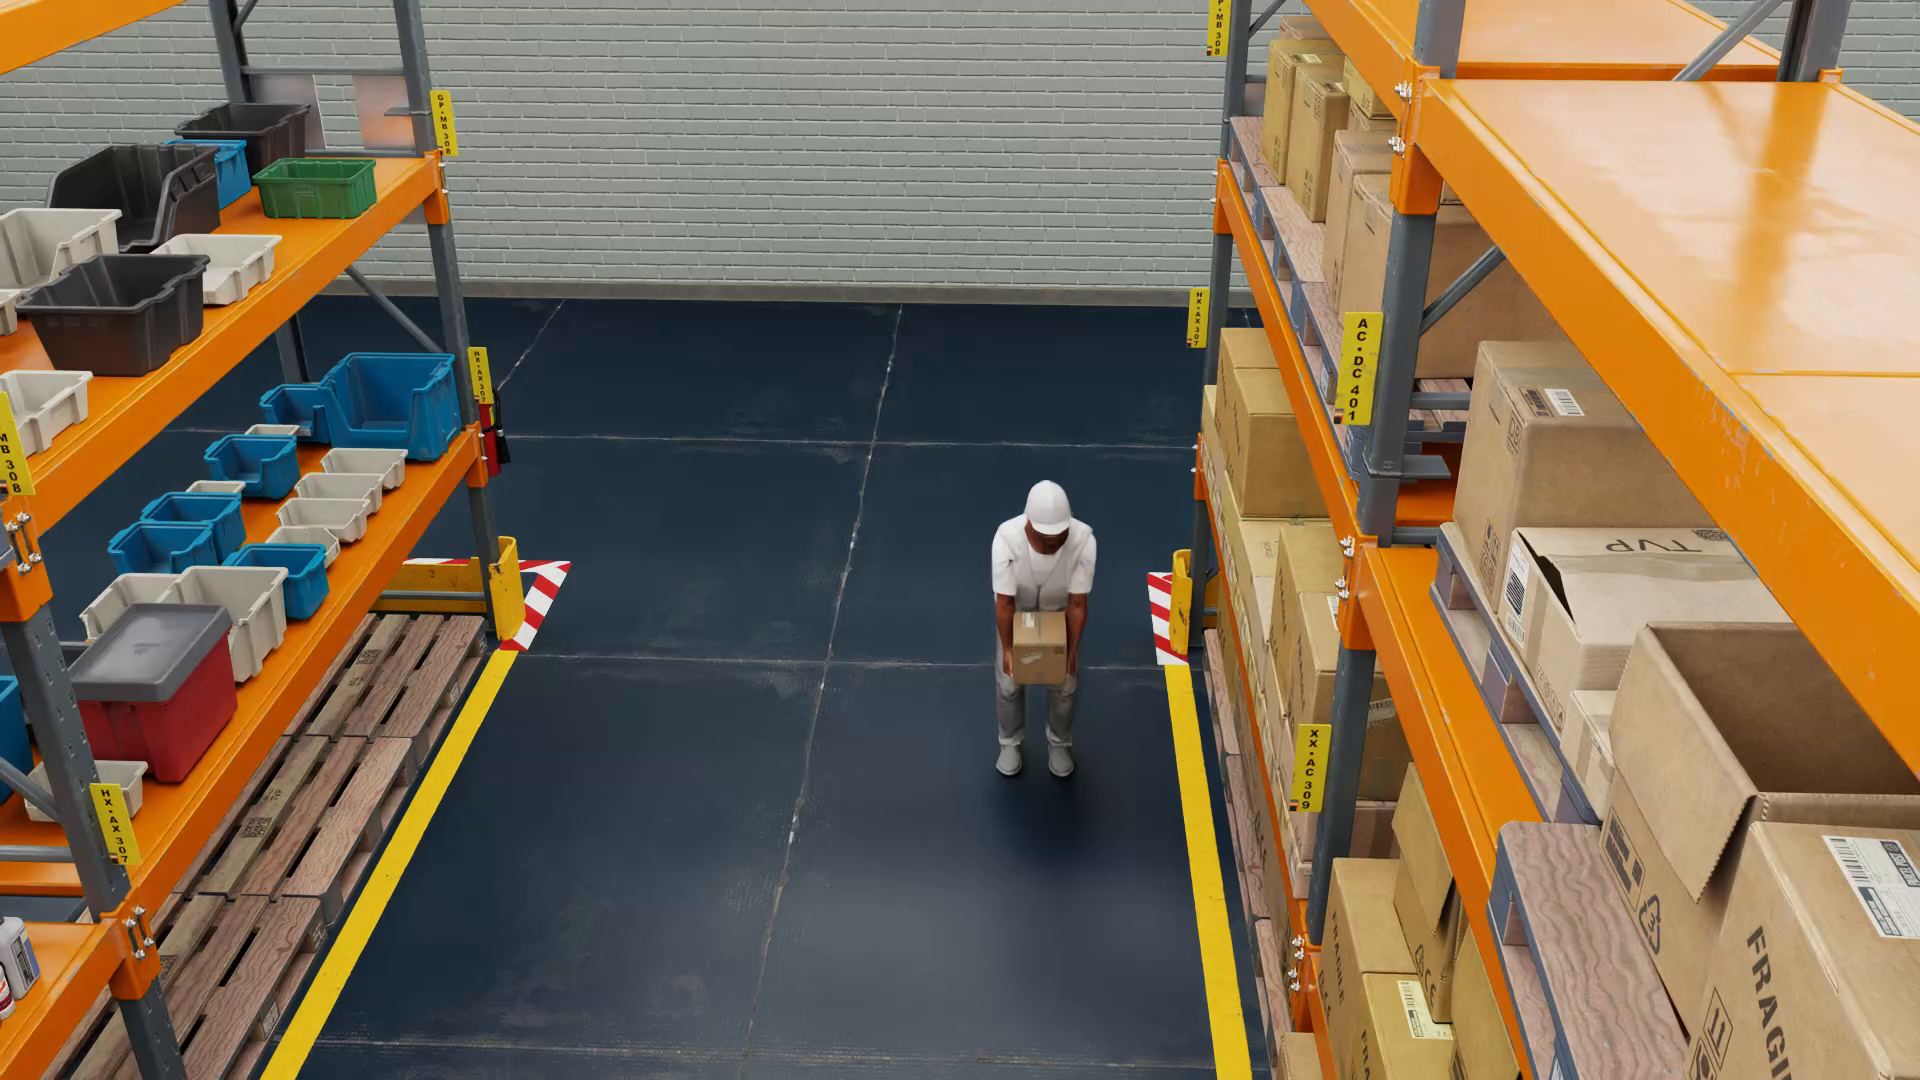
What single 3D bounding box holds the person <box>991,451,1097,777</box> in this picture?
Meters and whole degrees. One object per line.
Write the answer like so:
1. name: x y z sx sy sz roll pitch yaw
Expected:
1. person: 0.399 0.395 8.091 0.505 1.755 0.577 0 28 1
